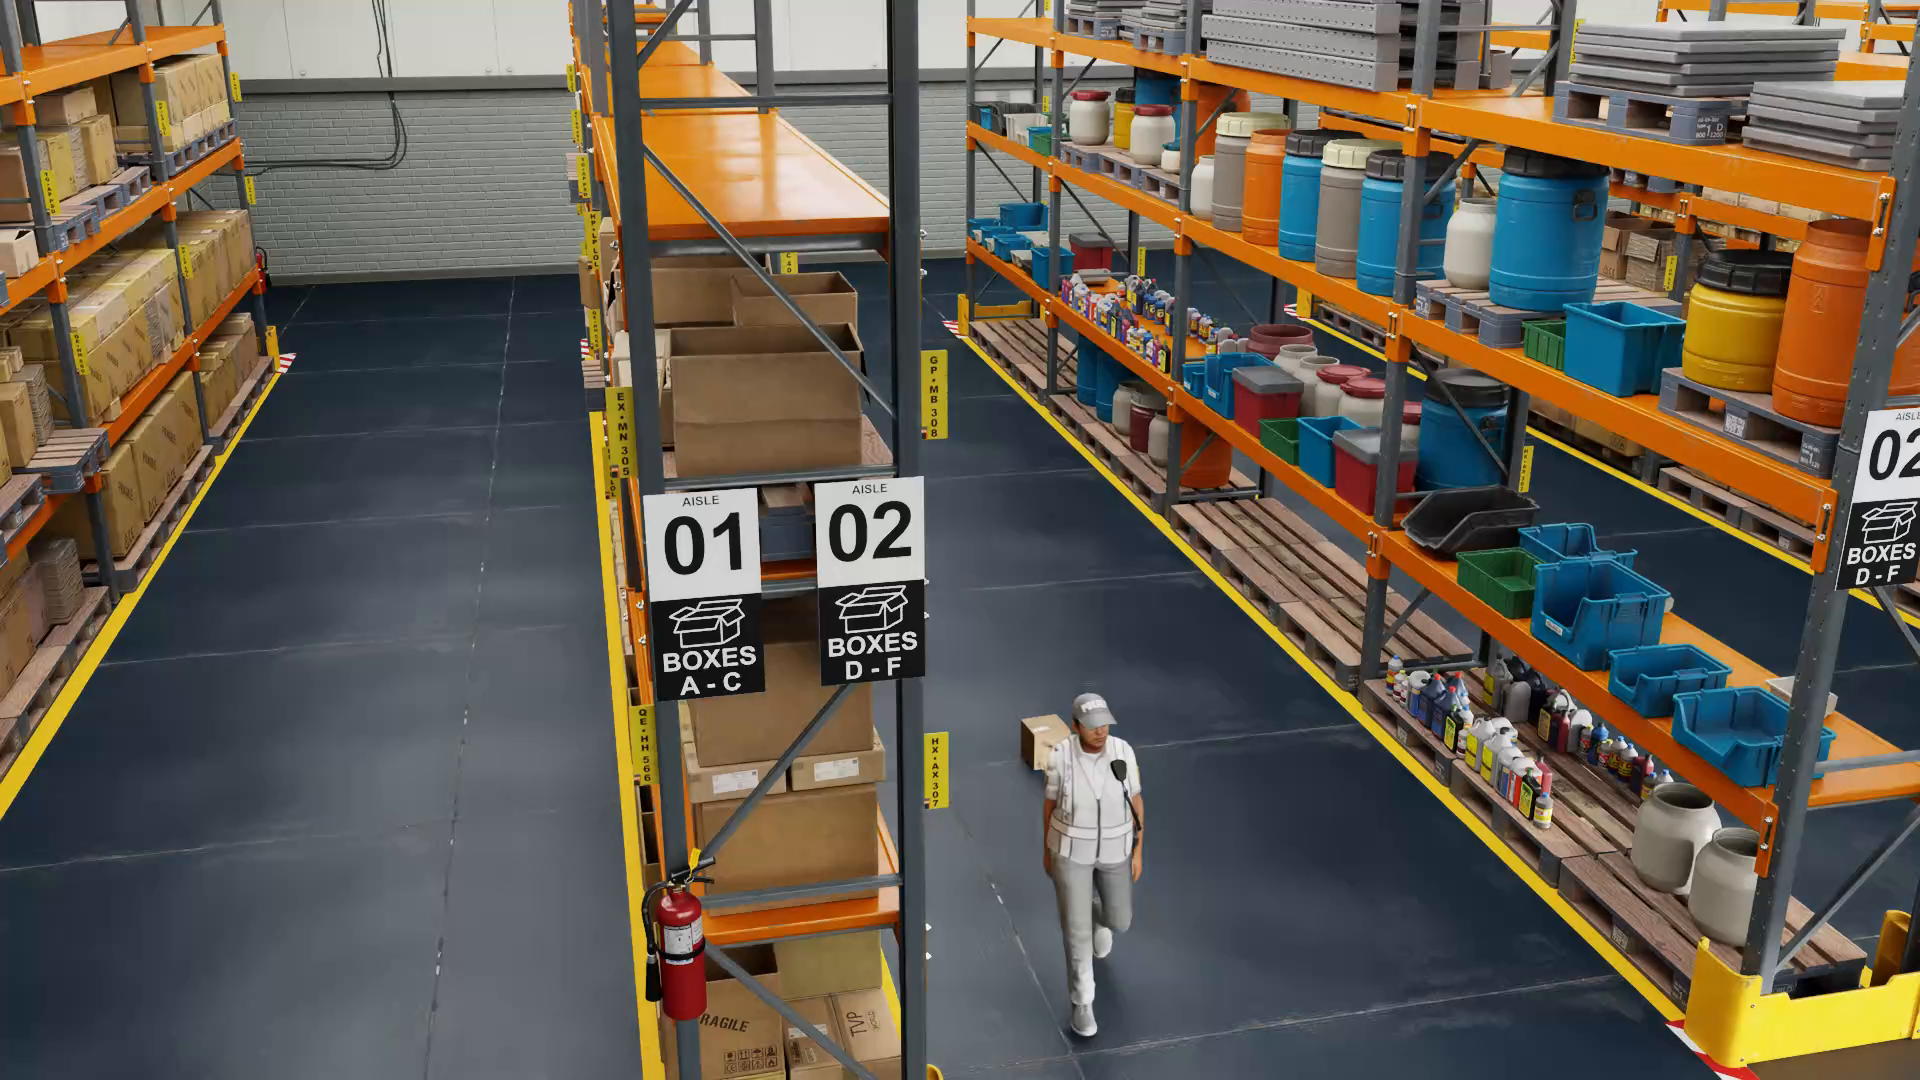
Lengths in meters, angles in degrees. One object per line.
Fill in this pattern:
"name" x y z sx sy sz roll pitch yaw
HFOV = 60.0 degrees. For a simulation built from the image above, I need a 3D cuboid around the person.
"person" 0.651 1.500 8.143 0.481 1.631 0.821 -3 20 -7
